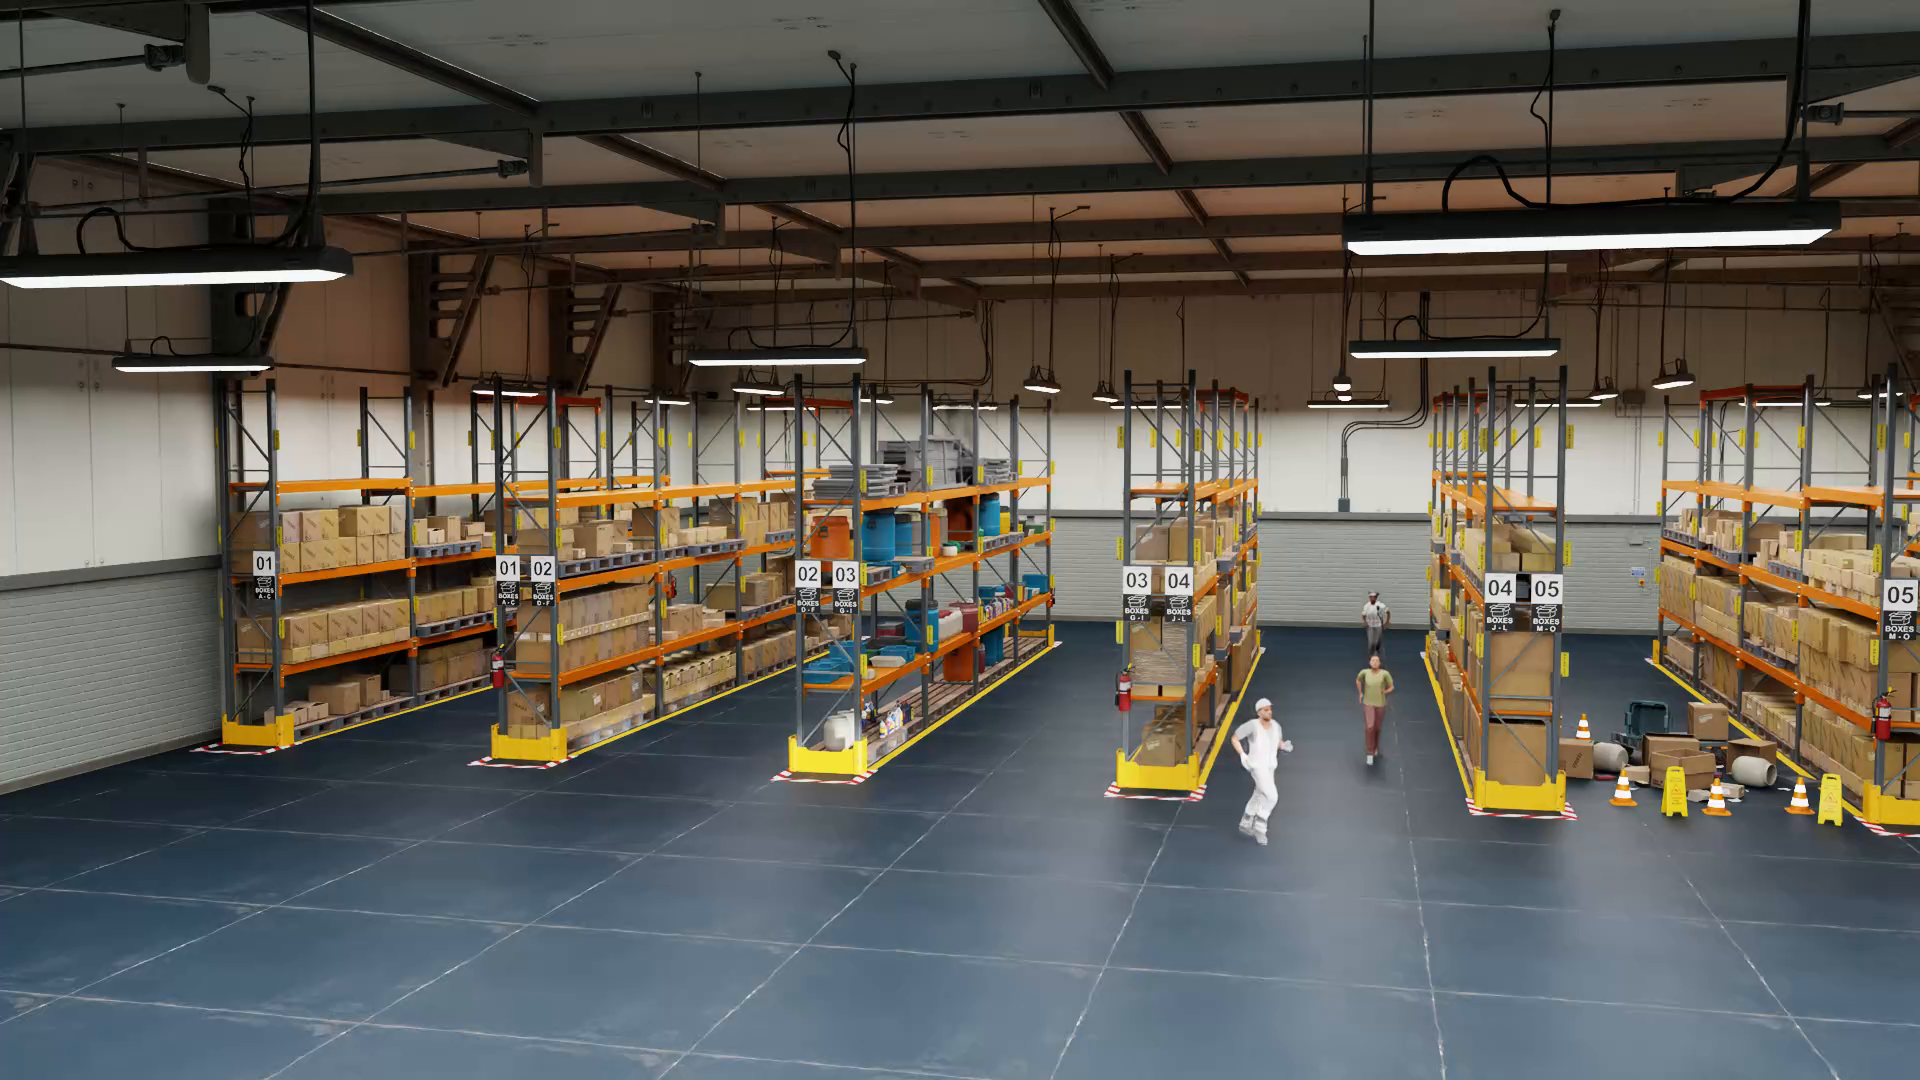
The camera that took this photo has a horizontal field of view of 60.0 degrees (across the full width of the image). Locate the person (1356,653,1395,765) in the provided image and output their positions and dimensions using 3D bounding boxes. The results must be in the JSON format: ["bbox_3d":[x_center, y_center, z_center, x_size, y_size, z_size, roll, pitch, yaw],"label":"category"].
[{"bbox_3d":[6.485,2.612,25.966,0.564,1.716,0.775,0,3,8],"label":"person"}]

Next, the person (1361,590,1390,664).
[{"bbox_3d":[9.270,1.954,37.168,0.608,1.663,0.617,2,4,24],"label":"person"}]

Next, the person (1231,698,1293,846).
[{"bbox_3d":[3.795,2.882,20.729,0.616,1.833,0.742,-3,4,-38],"label":"person"}]
